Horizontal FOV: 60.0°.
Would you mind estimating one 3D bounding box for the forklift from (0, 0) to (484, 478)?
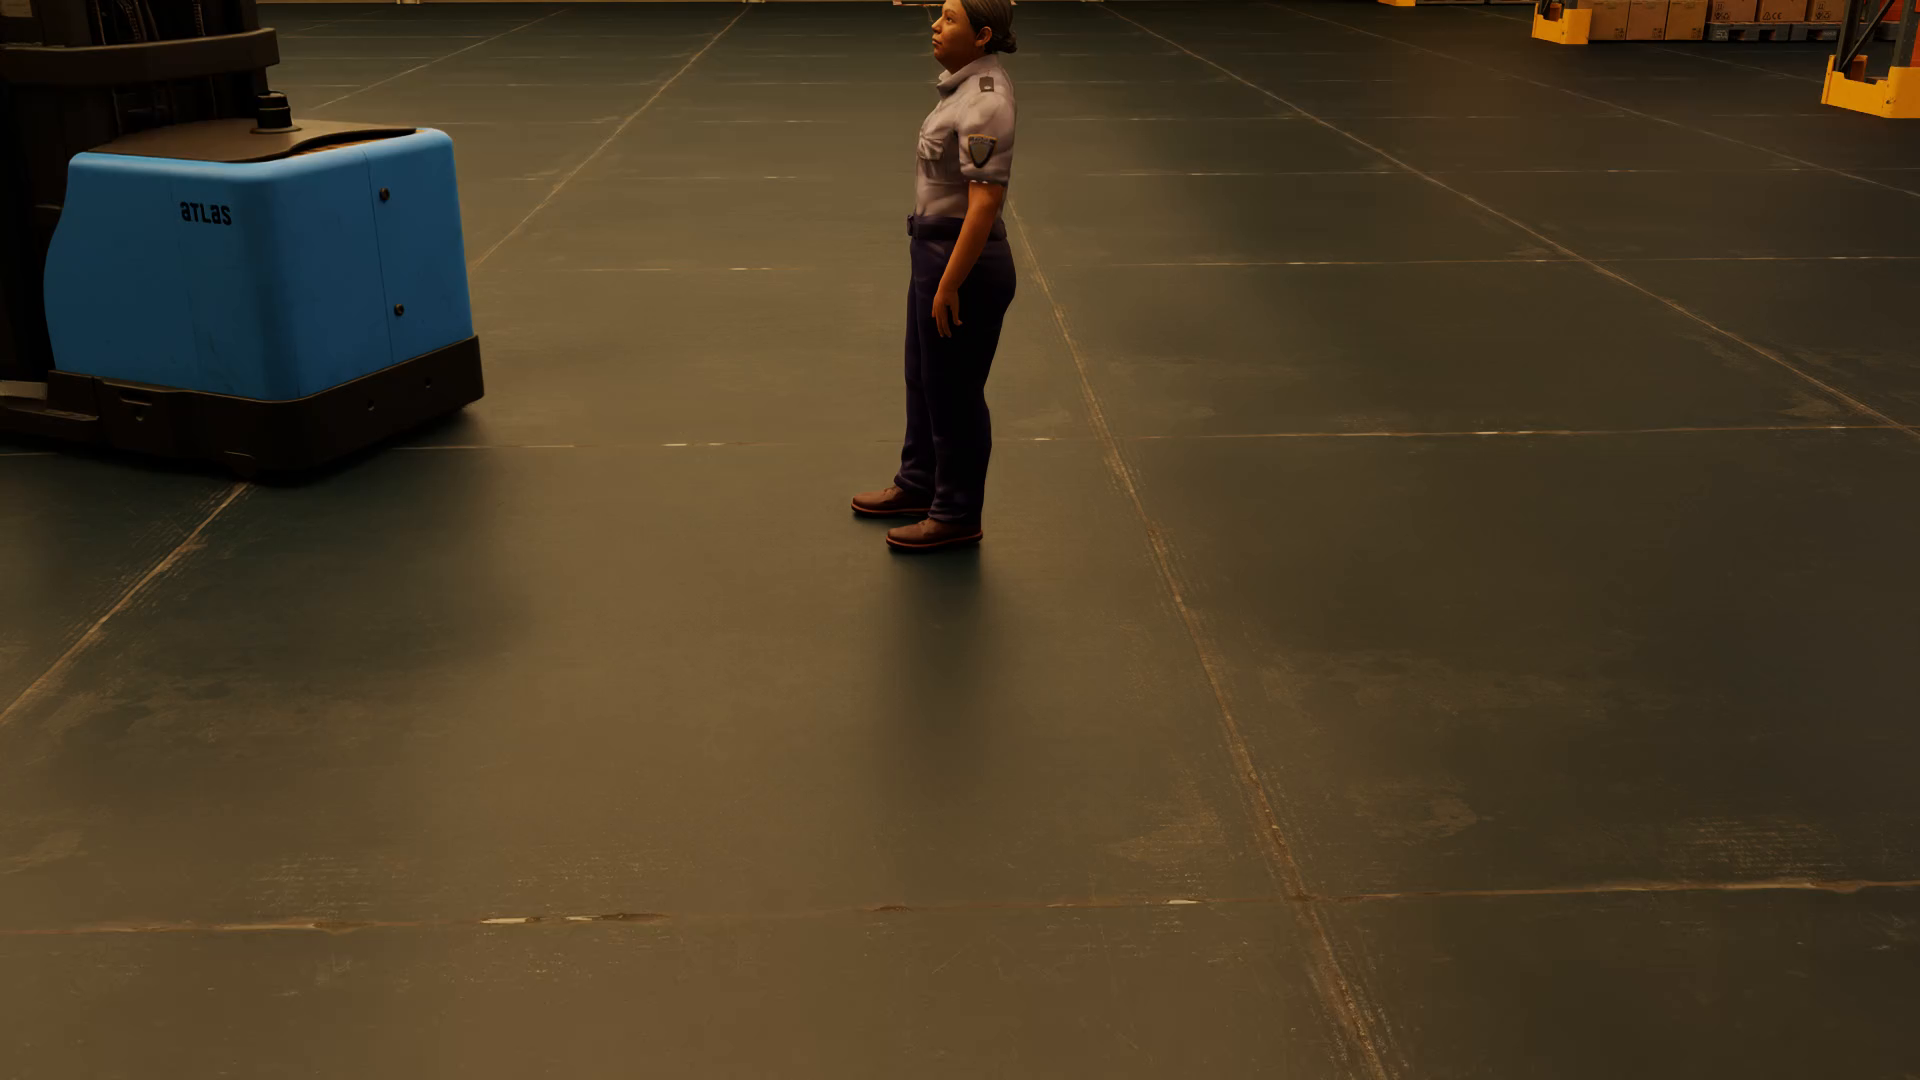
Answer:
[{"bbox_3d":[-3.393,-1.908,6.022,3.031,2.935,1.130,9,23,21],"label":"forklift"}]

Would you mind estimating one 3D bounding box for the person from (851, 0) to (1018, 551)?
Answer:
[{"bbox_3d":[-0.090,-0.781,4.885,0.503,1.650,0.599,-1,21,-3],"label":"person"}]
